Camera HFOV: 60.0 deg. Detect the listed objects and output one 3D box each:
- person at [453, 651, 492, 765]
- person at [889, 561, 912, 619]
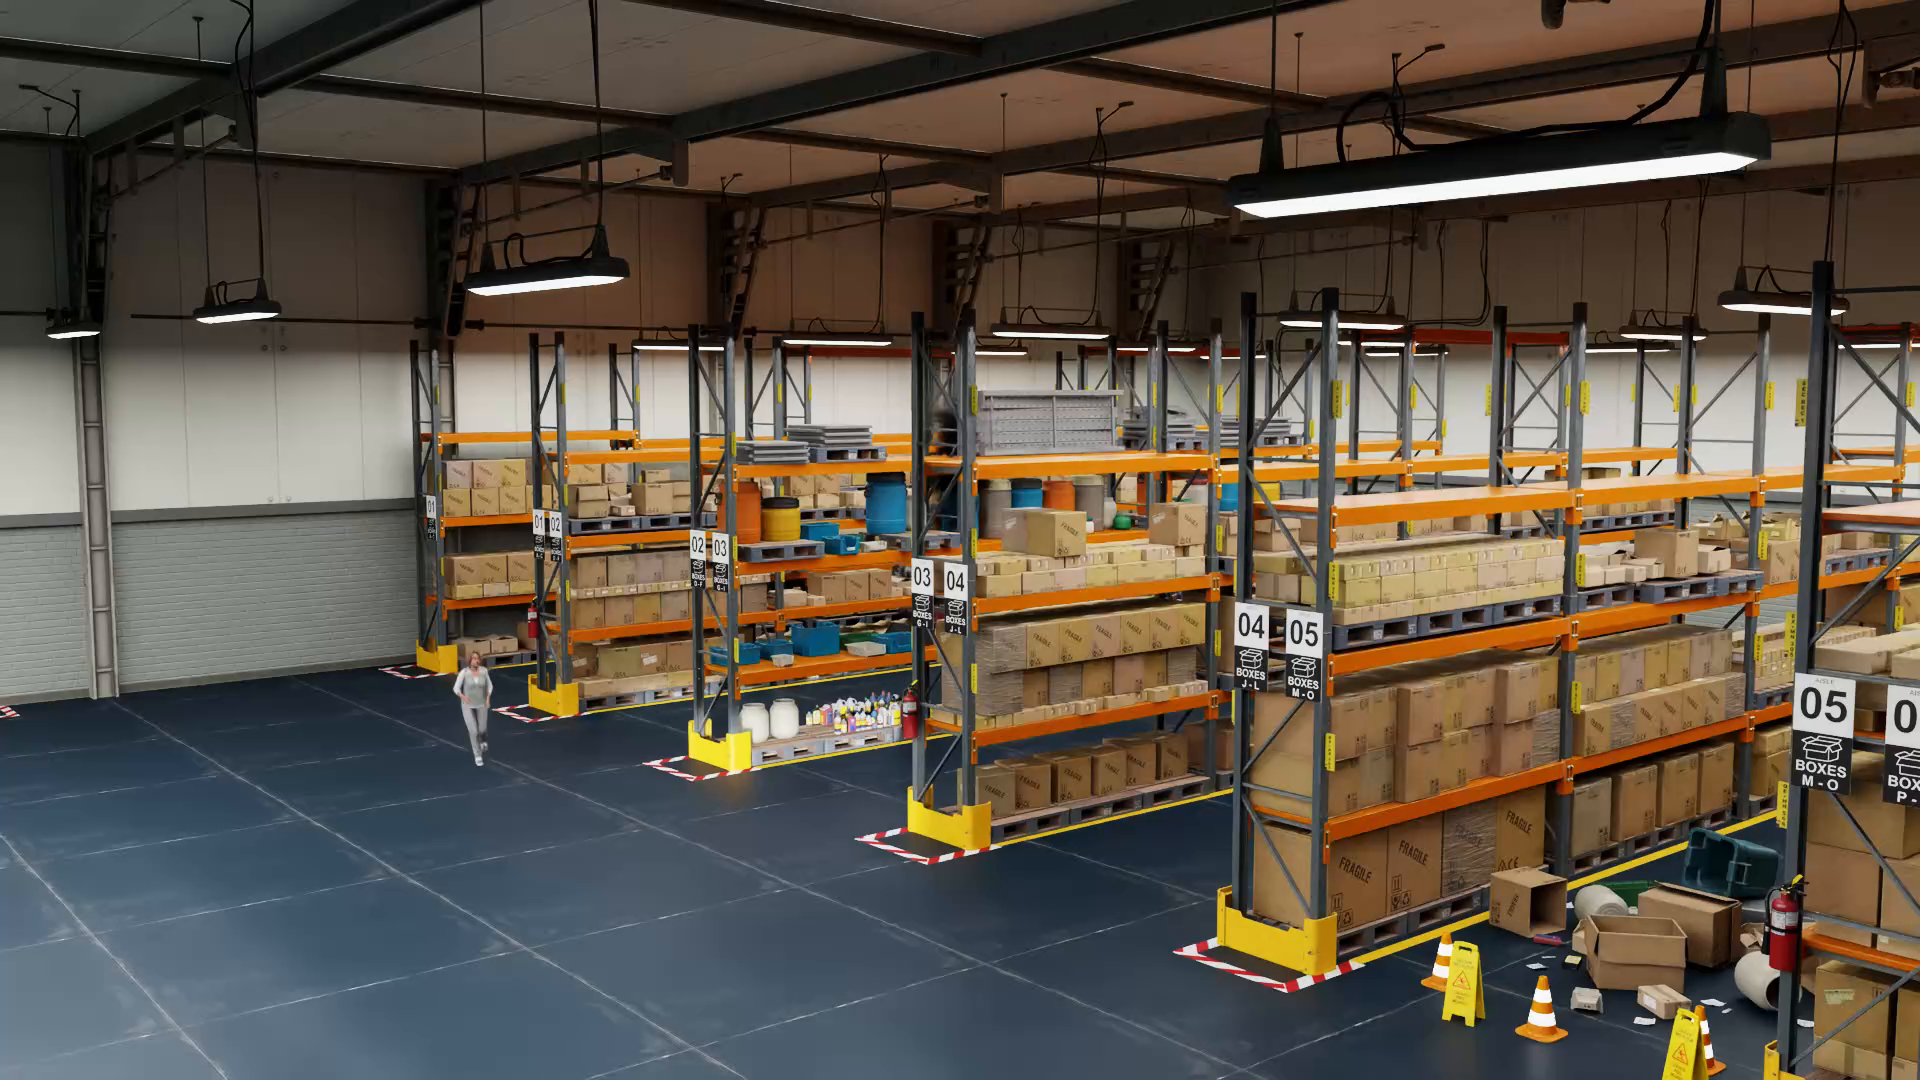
[{"bbox_3d":[-6.649,2.294,22.743,0.525,1.570,0.577,-2,6,-23],"label":"person"},{"bbox_3d":[-1.214,1.125,34.862,0.662,1.614,0.891,3,6,31],"label":"person"}]
